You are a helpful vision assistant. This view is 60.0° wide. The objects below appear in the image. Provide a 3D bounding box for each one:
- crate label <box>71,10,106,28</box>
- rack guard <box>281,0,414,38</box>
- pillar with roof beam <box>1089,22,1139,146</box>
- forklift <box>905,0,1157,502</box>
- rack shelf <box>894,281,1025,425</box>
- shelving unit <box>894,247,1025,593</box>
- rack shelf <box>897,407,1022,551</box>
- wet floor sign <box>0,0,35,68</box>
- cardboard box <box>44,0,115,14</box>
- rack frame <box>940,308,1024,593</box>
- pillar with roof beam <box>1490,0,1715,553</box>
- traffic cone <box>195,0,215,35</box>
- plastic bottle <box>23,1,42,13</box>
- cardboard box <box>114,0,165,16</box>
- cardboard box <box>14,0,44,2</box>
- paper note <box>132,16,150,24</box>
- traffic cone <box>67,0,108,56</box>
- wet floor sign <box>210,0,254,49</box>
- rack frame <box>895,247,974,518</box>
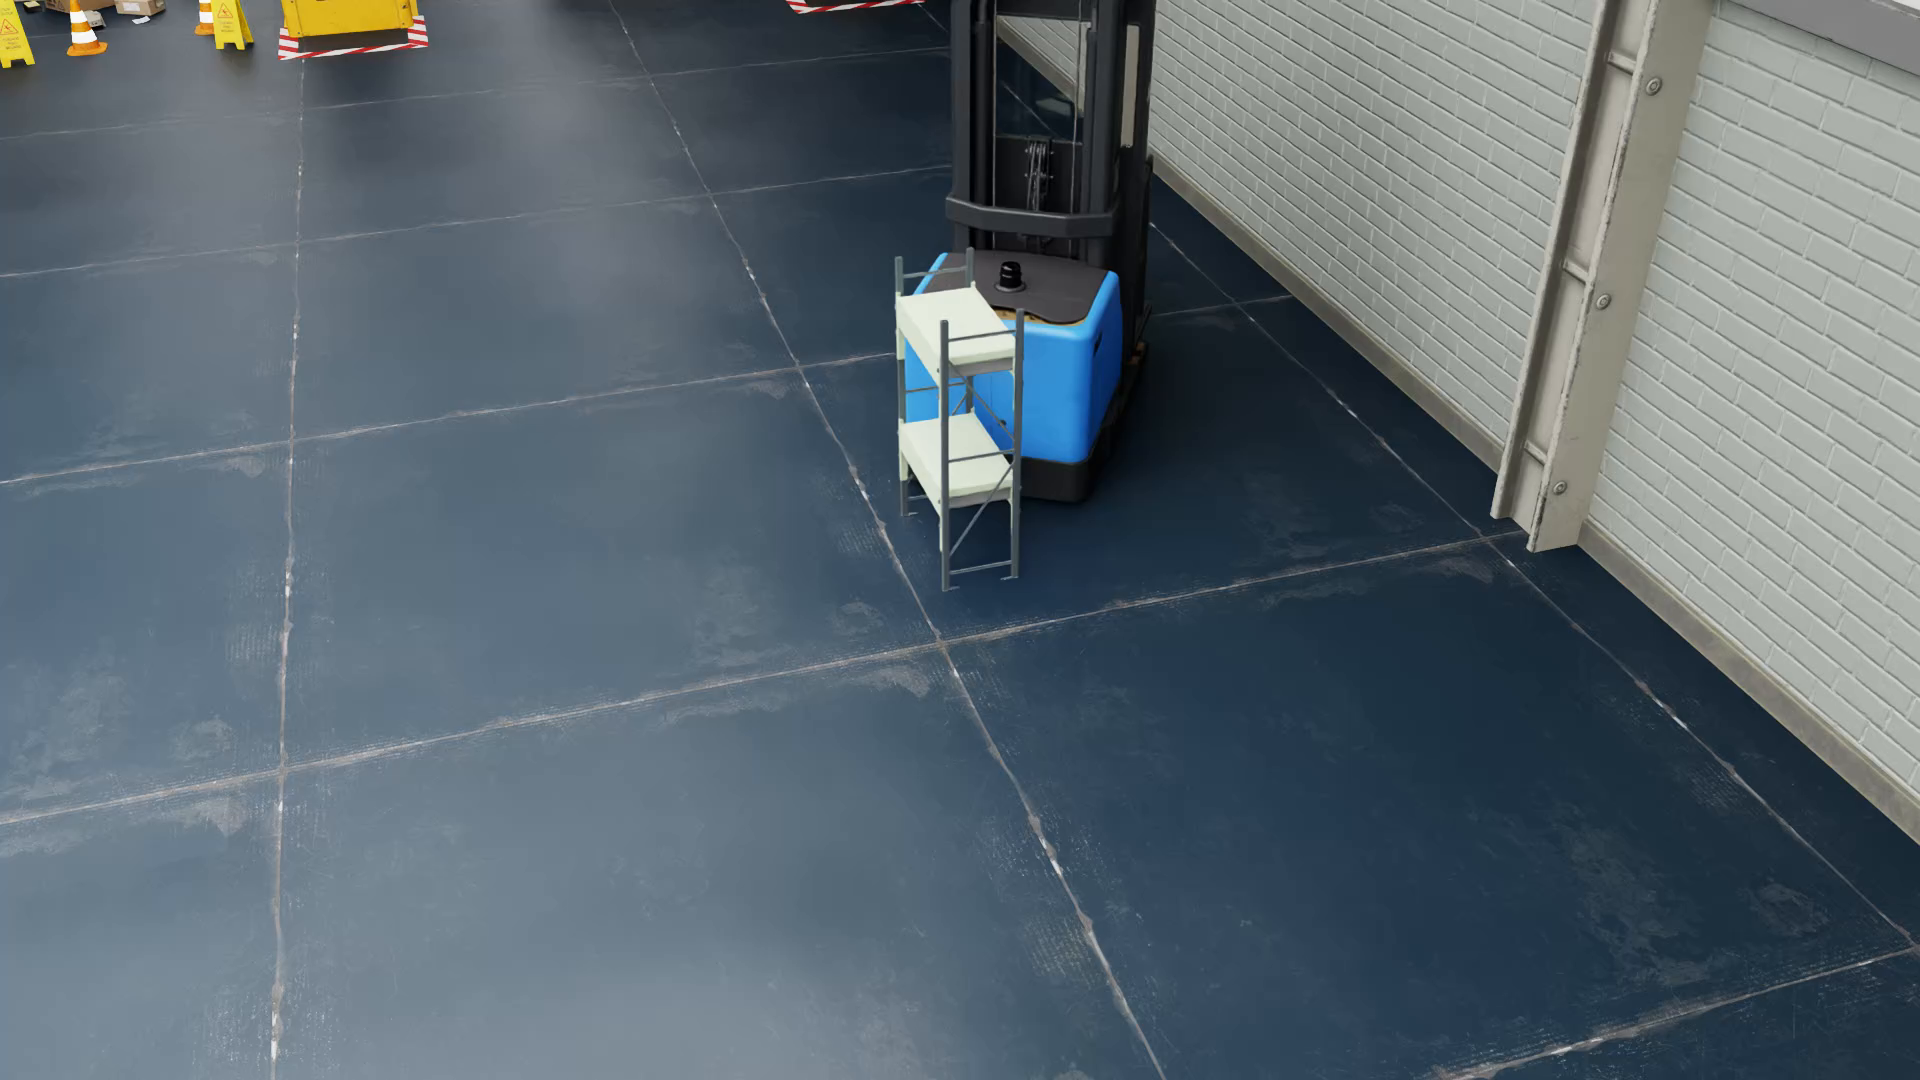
[{"bbox_3d":[-8.583,-5.114,16.364,0.298,0.136,0.250,27,42,34],"label":"crate label"},{"bbox_3d":[-5.995,-5.259,16.255,1.175,0.500,0.348,-10,35,-15],"label":"rack guard"},{"bbox_3d":[-2.869,-6.244,10.038,9.100,9.000,0.400,-10,35,-15],"label":"pillar with roof beam"},{"bbox_3d":[0.554,-2.233,9.471,1.130,2.935,3.031,8,34,12],"label":"forklift"},{"bbox_3d":[-0.011,-0.918,8.071,0.431,0.370,0.720,-10,35,-15],"label":"rack shelf"},{"bbox_3d":[-0.011,-0.592,8.286,0.431,1.500,0.755,-10,35,-15],"label":"shelving unit"},{"bbox_3d":[-0.011,-0.320,8.466,0.431,0.370,0.720,-10,35,-15],"label":"rack shelf"},{"bbox_3d":[-8.760,-4.712,15.295,0.267,0.644,0.232,-16,37,-23],"label":"wet floor sign"},{"bbox_3d":[-8.918,-5.717,16.945,0.637,0.503,0.797,19,38,26],"label":"cardboard box"},{"bbox_3d":[0.102,-0.400,7.996,0.400,1.500,0.023,-10,35,-15],"label":"rack frame"},{"bbox_3d":[-1.039,-3.094,5.270,9.100,9.000,0.400,-10,35,-15],"label":"pillar with roof beam"},{"bbox_3d":[-7.331,-5.212,16.218,0.336,0.463,0.334,-10,35,-15],"label":"traffic cone"},{"bbox_3d":[-9.441,-5.426,16.907,0.133,0.061,0.283,-23,40,-31],"label":"plastic bottle"},{"bbox_3d":[-8.295,-5.421,16.818,0.380,0.149,0.250,7,34,10],"label":"cardboard box"},{"bbox_3d":[-9.597,-5.743,17.200,0.396,0.266,0.258,-4,34,-6],"label":"cardboard box"},{"bbox_3d":[-8.155,-5.185,16.569,0.148,0.019,0.142,-23,40,-31],"label":"paper note"},{"bbox_3d":[-8.285,-4.847,15.666,0.336,0.463,0.334,-10,35,-15],"label":"traffic cone"},{"bbox_3d":[-6.933,-5.000,15.731,0.267,0.644,0.232,1,33,2],"label":"wet floor sign"},{"bbox_3d":[-0.124,-0.784,8.576,0.400,1.500,0.023,-10,35,-15],"label":"rack frame"}]
